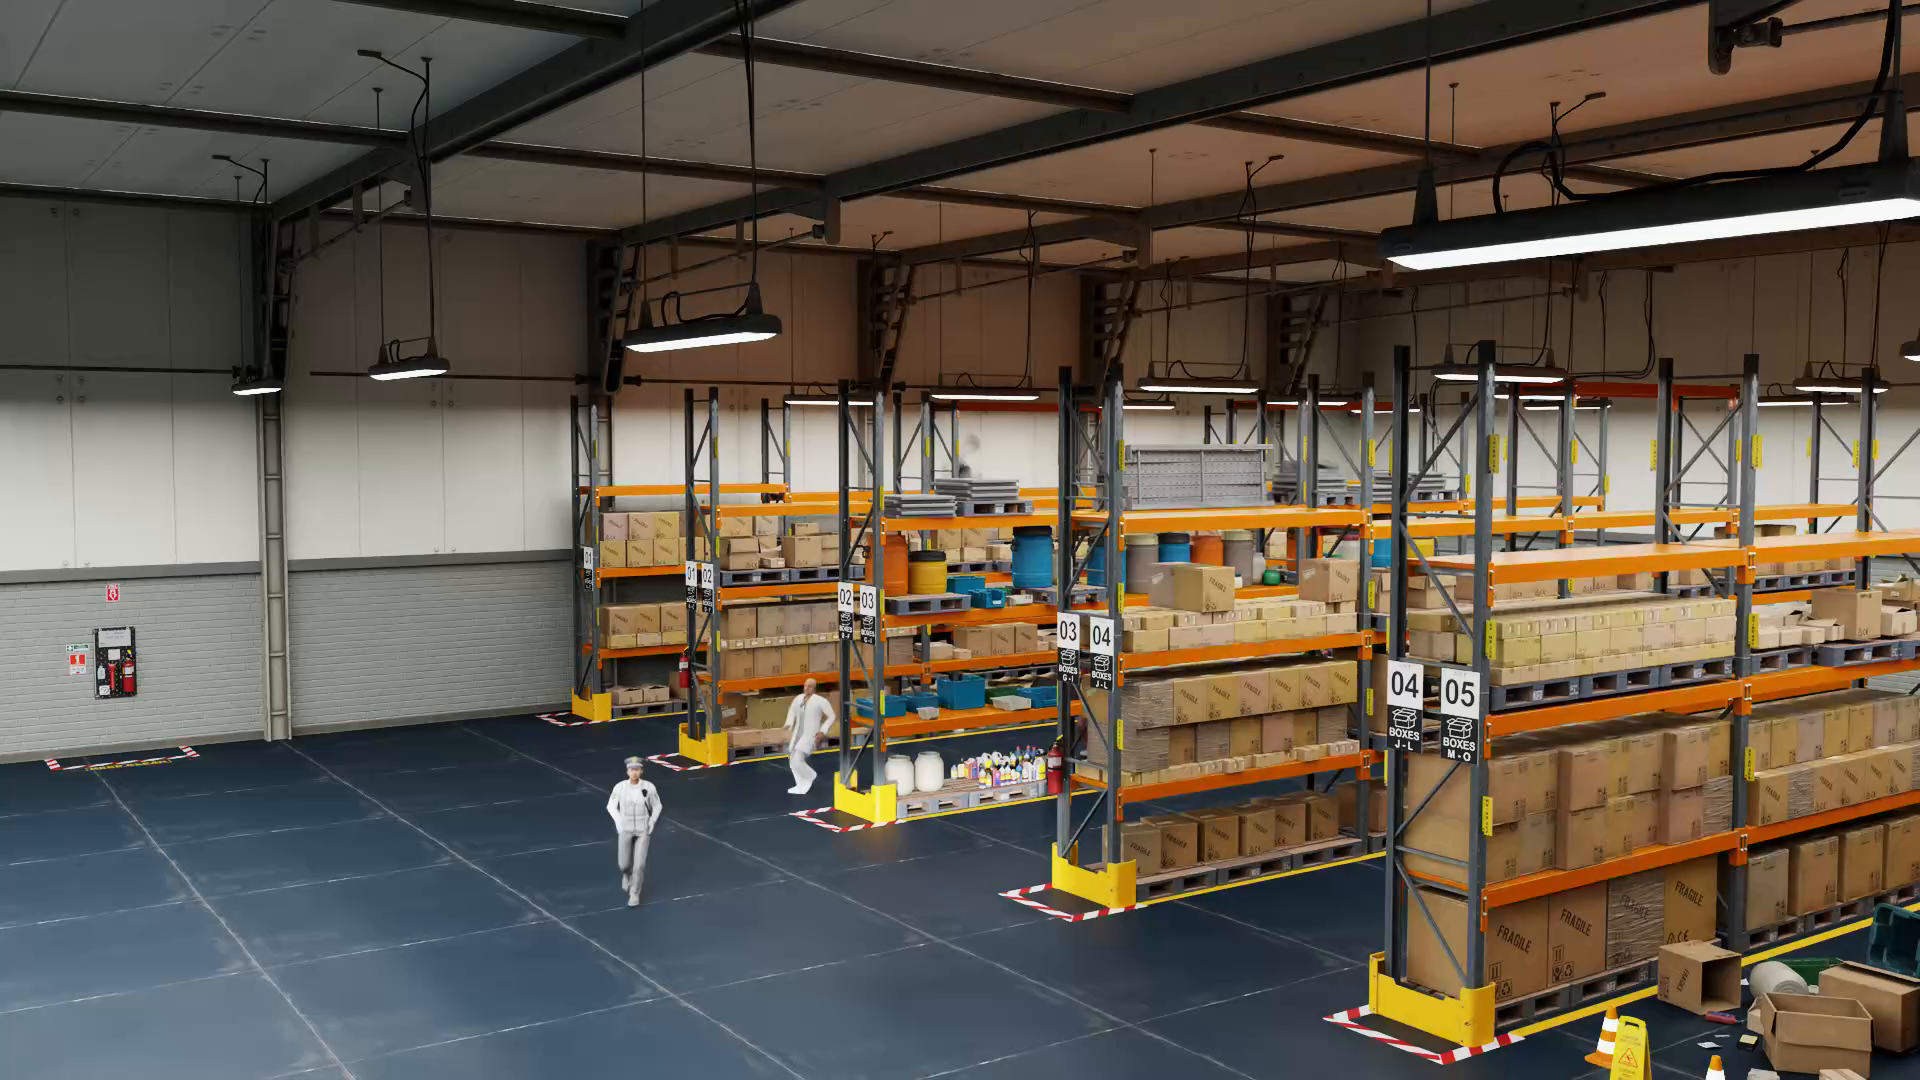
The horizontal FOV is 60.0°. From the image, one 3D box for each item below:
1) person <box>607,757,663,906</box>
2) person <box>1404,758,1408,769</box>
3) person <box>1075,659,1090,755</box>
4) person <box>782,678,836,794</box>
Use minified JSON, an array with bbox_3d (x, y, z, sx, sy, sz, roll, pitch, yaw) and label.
[{"bbox_3d":[-3.623,3.220,18.550,0.605,1.653,0.540,-1,3,-10],"label":"person"},{"bbox_3d":[6.450,2.904,24.195,0.760,1.606,0.538,-2,4,-32],"label":"person"},{"bbox_3d":[2.029,2.711,27.116,0.544,1.630,0.606,-2,4,-33],"label":"person"},{"bbox_3d":[-2.232,2.899,24.060,0.773,1.622,0.568,3,4,38],"label":"person"}]
